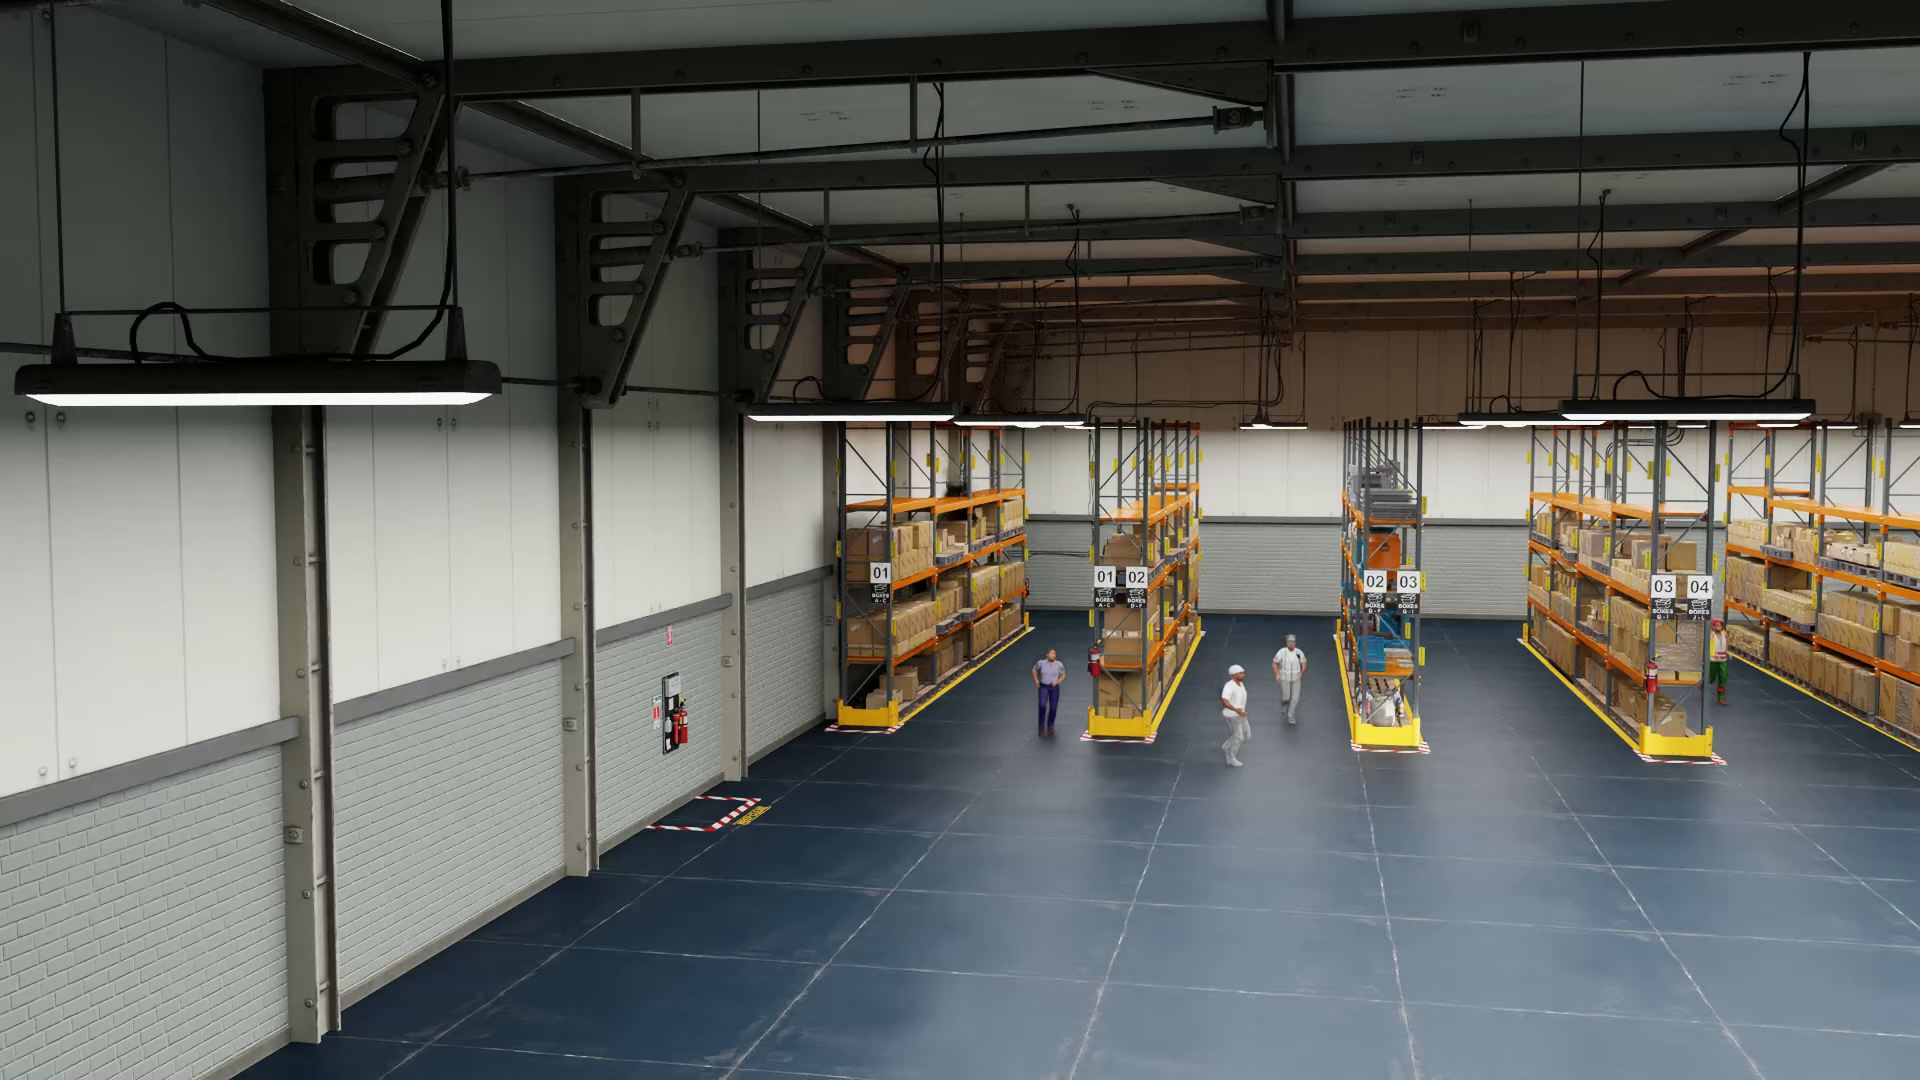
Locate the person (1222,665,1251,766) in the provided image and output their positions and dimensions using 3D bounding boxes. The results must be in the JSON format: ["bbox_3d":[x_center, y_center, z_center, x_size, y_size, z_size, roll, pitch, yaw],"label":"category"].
[{"bbox_3d":[4.720,3.008,28.567,0.573,1.732,0.711,3,4,34],"label":"person"}]

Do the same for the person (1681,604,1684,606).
[{"bbox_3d":[19.323,1.967,44.858,0.756,1.754,0.783,-2,4,-34],"label":"person"}]

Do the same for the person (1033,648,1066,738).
[{"bbox_3d":[1.698,2.875,31.456,0.609,1.687,0.715,0,4,-3],"label":"person"}]

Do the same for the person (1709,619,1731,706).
[{"bbox_3d":[15.969,2.554,35.129,0.657,1.778,0.953,0,4,-1],"label":"person"}]

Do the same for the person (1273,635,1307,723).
[{"bbox_3d":[6.530,2.728,32.876,0.670,1.742,0.599,0,4,2],"label":"person"}]
